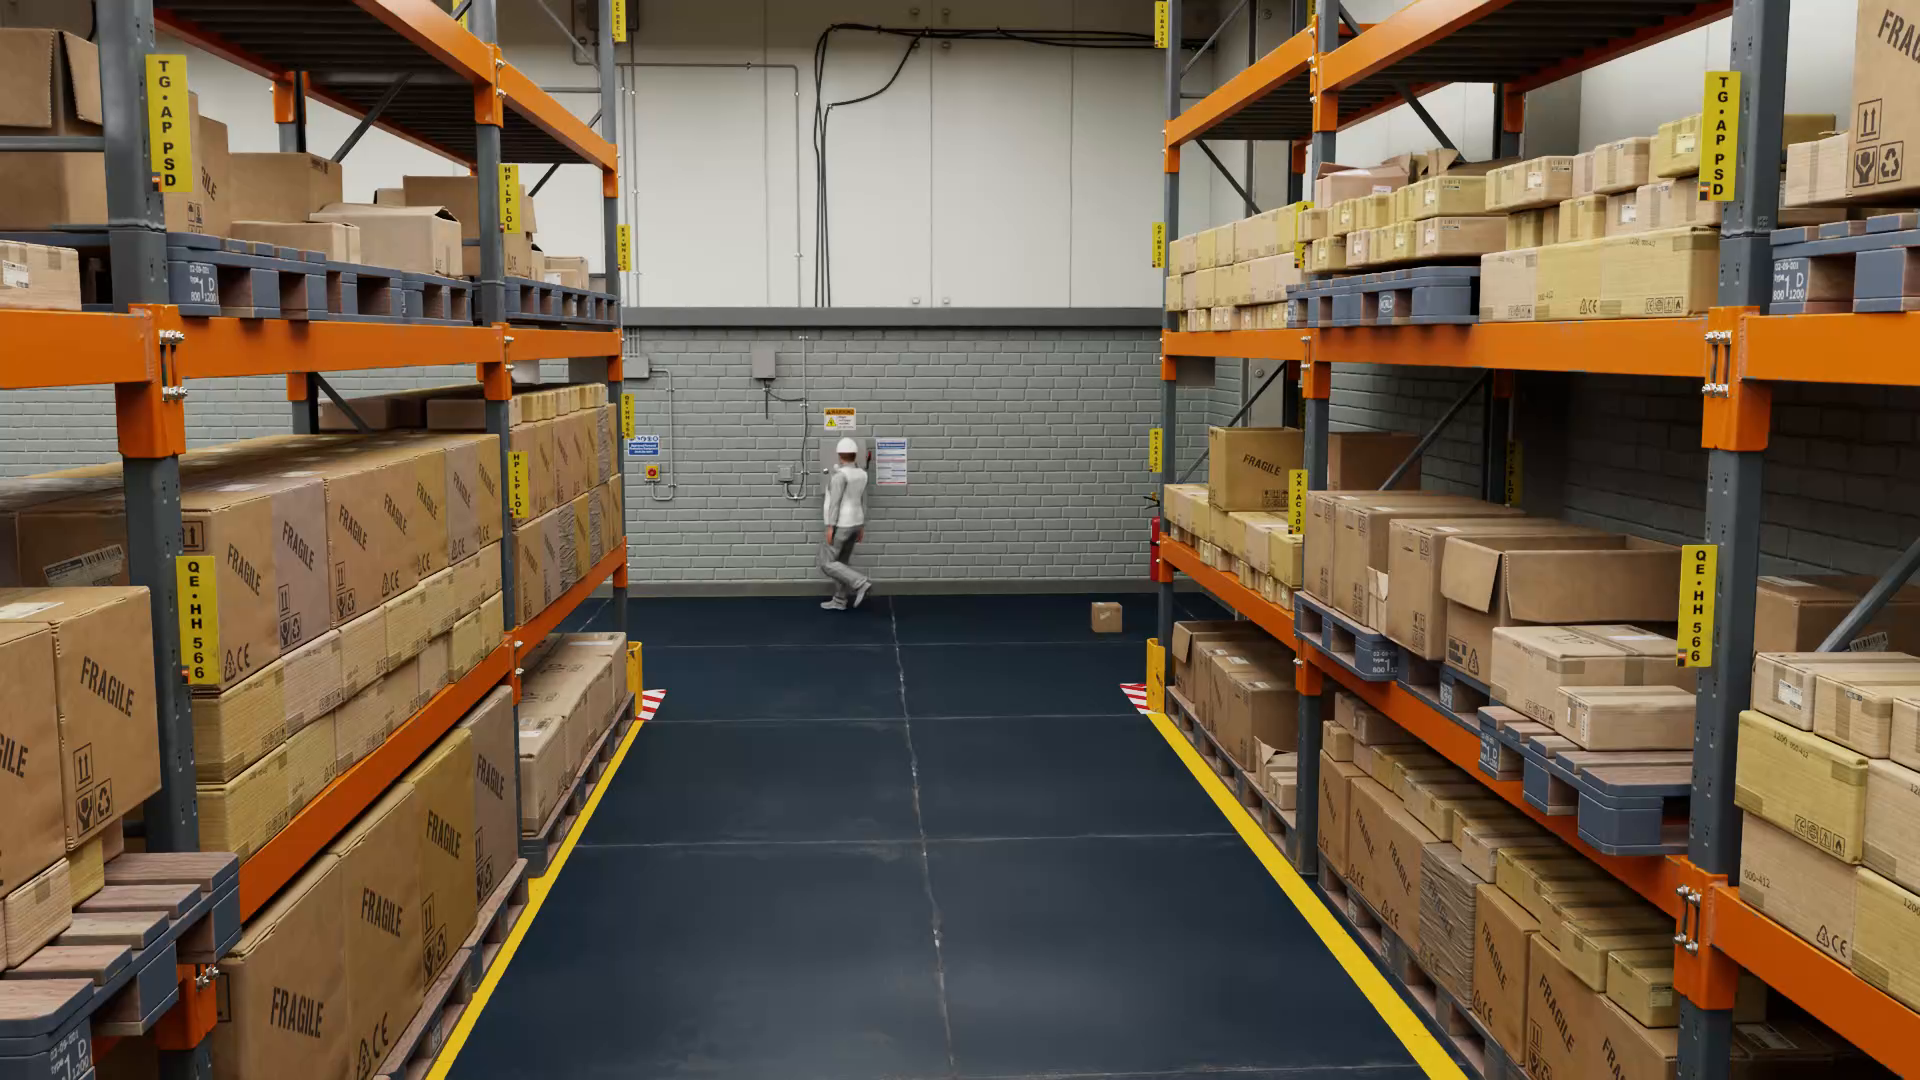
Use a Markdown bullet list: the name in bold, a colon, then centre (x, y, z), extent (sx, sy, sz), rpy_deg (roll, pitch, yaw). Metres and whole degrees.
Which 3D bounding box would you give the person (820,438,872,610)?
- **person**: centre (-1.157, -0.146, 16.774), extent (0.698, 1.759, 0.550), rpy_deg (4, 8, 29)
